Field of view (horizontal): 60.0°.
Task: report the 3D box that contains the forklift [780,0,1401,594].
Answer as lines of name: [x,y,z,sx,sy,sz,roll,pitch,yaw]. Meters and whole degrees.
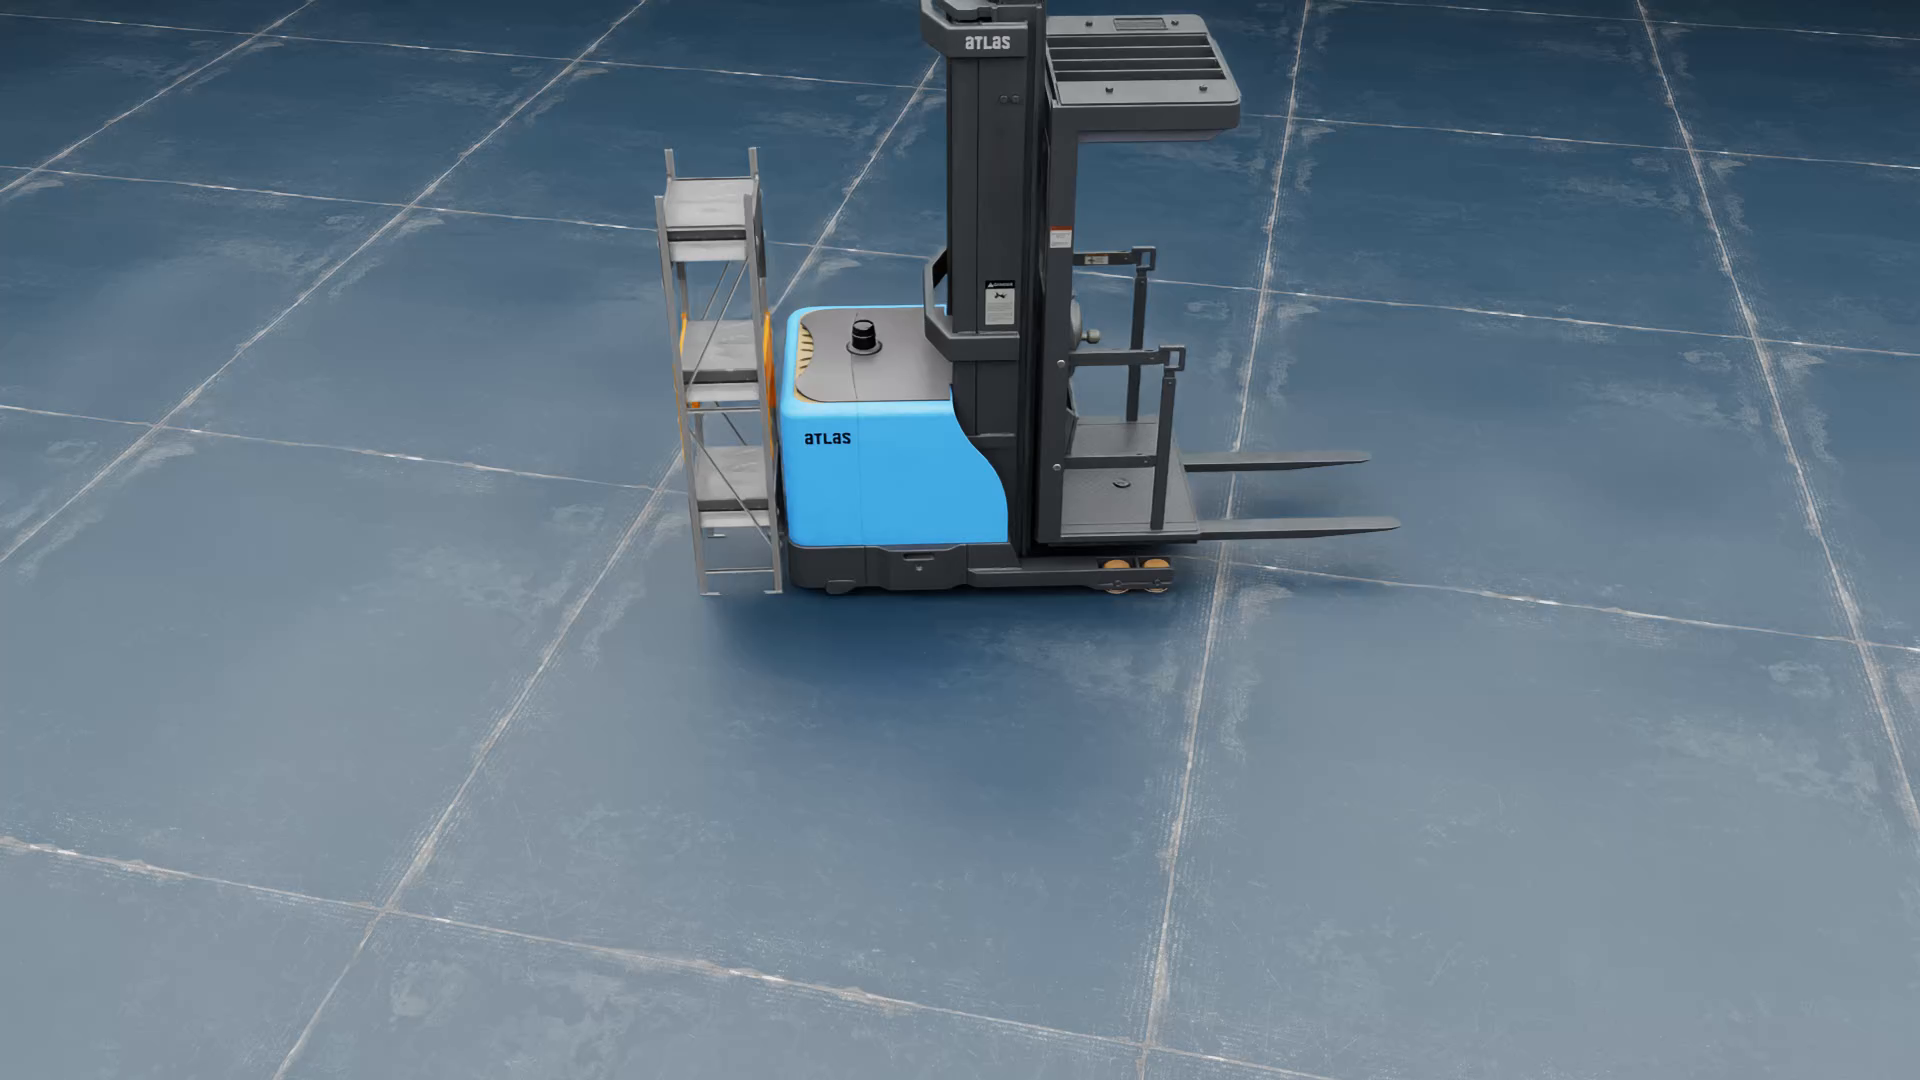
forklift: [0.661,-1.235,7.726,3.031,2.935,1.130,-1,36,-2]

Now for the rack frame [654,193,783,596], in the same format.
rack frame: [-1.070,-0.585,7.537,0.400,2.100,0.015,-2,36,-3]

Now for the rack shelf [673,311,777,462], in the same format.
rack shelf: [-1.084,-0.717,7.743,0.431,0.518,0.480,-2,36,-3]

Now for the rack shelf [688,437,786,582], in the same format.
rack shelf: [-1.084,-0.150,8.154,0.431,0.518,0.480,-2,36,-3]

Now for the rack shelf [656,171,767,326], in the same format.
rack shelf: [-1.084,-1.283,7.332,0.431,0.518,0.480,-2,36,-3]

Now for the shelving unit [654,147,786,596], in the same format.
shelving unit: [-1.084,-0.728,7.735,0.431,2.100,0.503,-2,36,-3]

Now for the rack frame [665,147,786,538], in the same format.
rack frame: [-1.097,-0.871,7.932,0.400,2.100,0.015,-2,36,-3]
